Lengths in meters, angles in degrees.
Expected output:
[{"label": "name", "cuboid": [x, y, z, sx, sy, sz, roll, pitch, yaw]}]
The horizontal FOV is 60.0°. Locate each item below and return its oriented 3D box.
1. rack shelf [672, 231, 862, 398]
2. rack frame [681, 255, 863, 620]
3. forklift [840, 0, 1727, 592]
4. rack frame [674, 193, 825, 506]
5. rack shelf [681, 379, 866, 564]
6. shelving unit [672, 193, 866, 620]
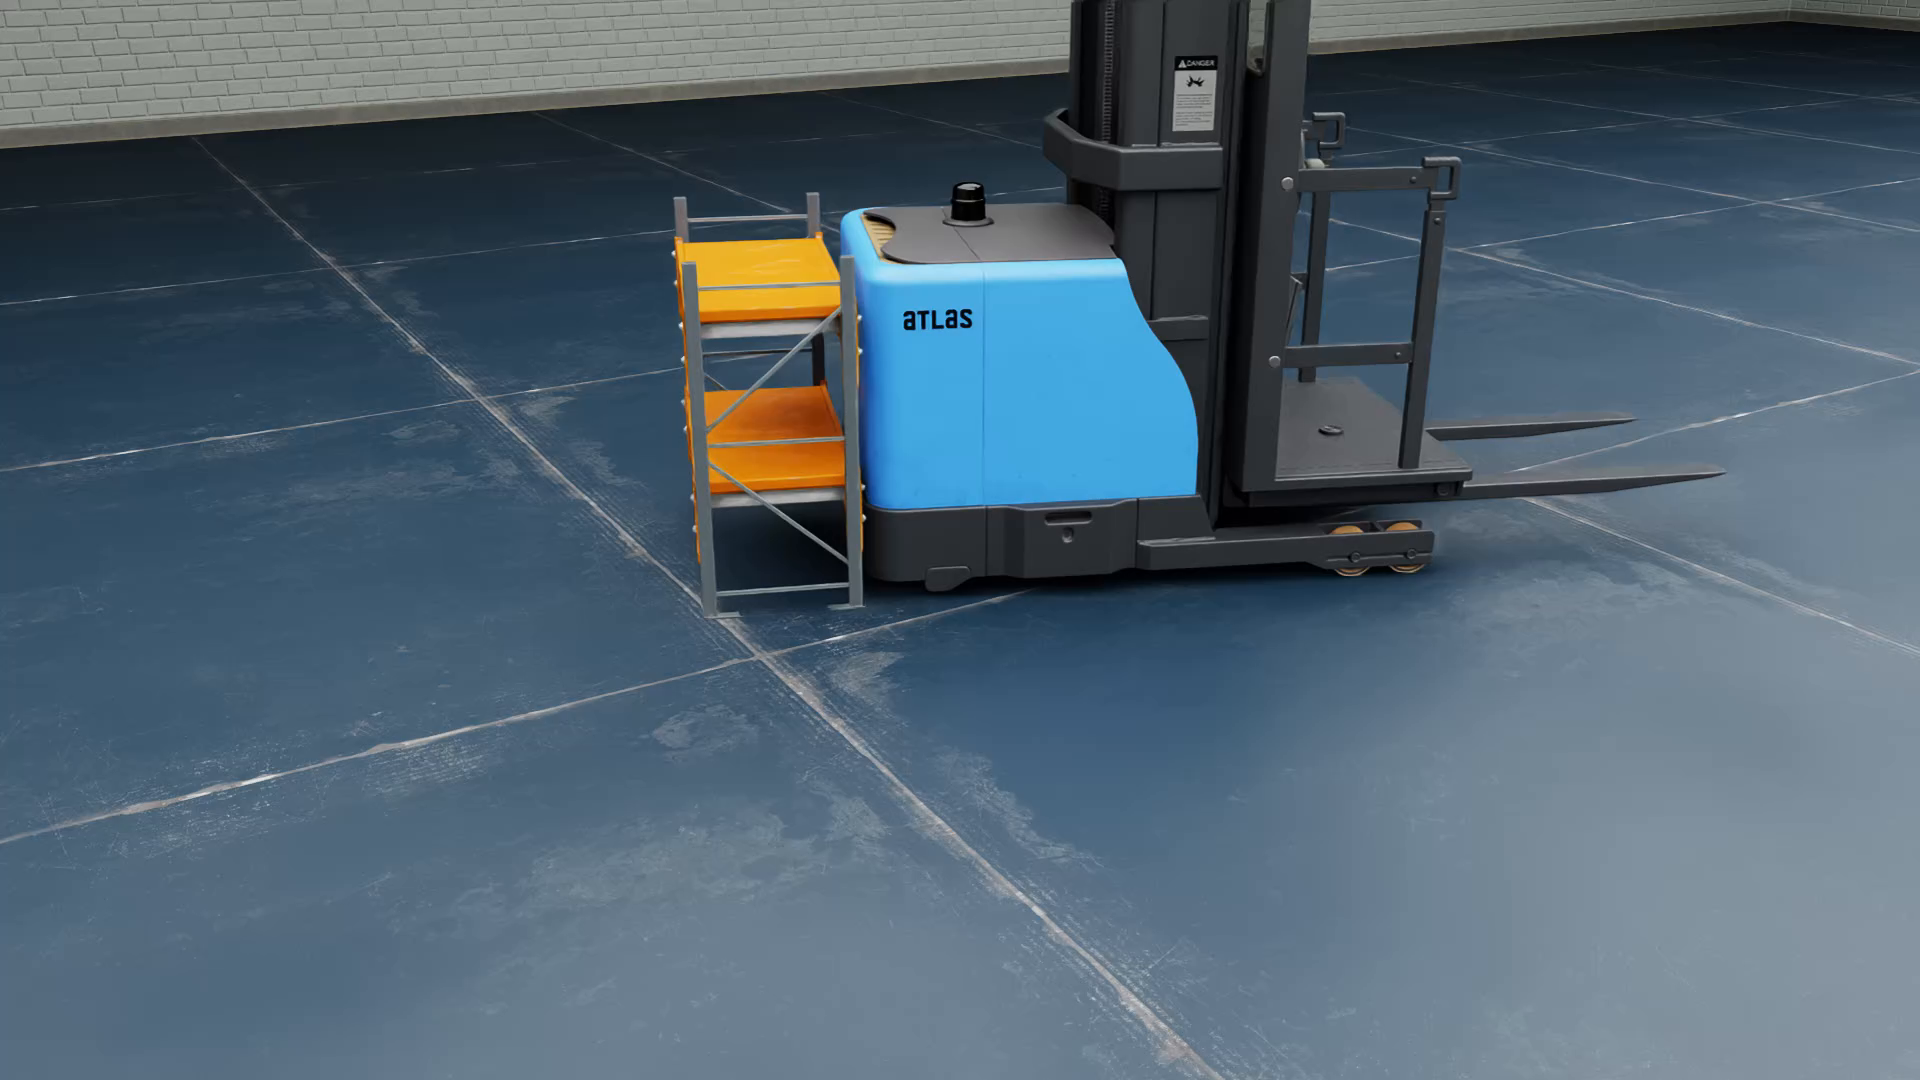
[{"label": "rack shelf", "cuboid": [-0.647, -0.753, 5.392, 0.538, 0.278, 1.000, -4, 22, -10]}, {"label": "rack frame", "cuboid": [-0.556, -0.293, 5.039, 0.500, 1.125, 0.032, -4, 22, -10]}, {"label": "forklift", "cuboid": [1.131, -1.430, 5.436, 3.031, 2.935, 1.130, -3, 22, -8]}, {"label": "rack frame", "cuboid": [-0.738, -0.670, 5.966, 0.500, 1.125, 0.032, -4, 22, -10]}, {"label": "rack shelf", "cuboid": [-0.647, -0.255, 5.595, 0.538, 0.278, 1.000, -4, 22, -10]}, {"label": "shelving unit", "cuboid": [-0.647, -0.482, 5.503, 0.538, 1.125, 1.048, -4, 22, -10]}]
